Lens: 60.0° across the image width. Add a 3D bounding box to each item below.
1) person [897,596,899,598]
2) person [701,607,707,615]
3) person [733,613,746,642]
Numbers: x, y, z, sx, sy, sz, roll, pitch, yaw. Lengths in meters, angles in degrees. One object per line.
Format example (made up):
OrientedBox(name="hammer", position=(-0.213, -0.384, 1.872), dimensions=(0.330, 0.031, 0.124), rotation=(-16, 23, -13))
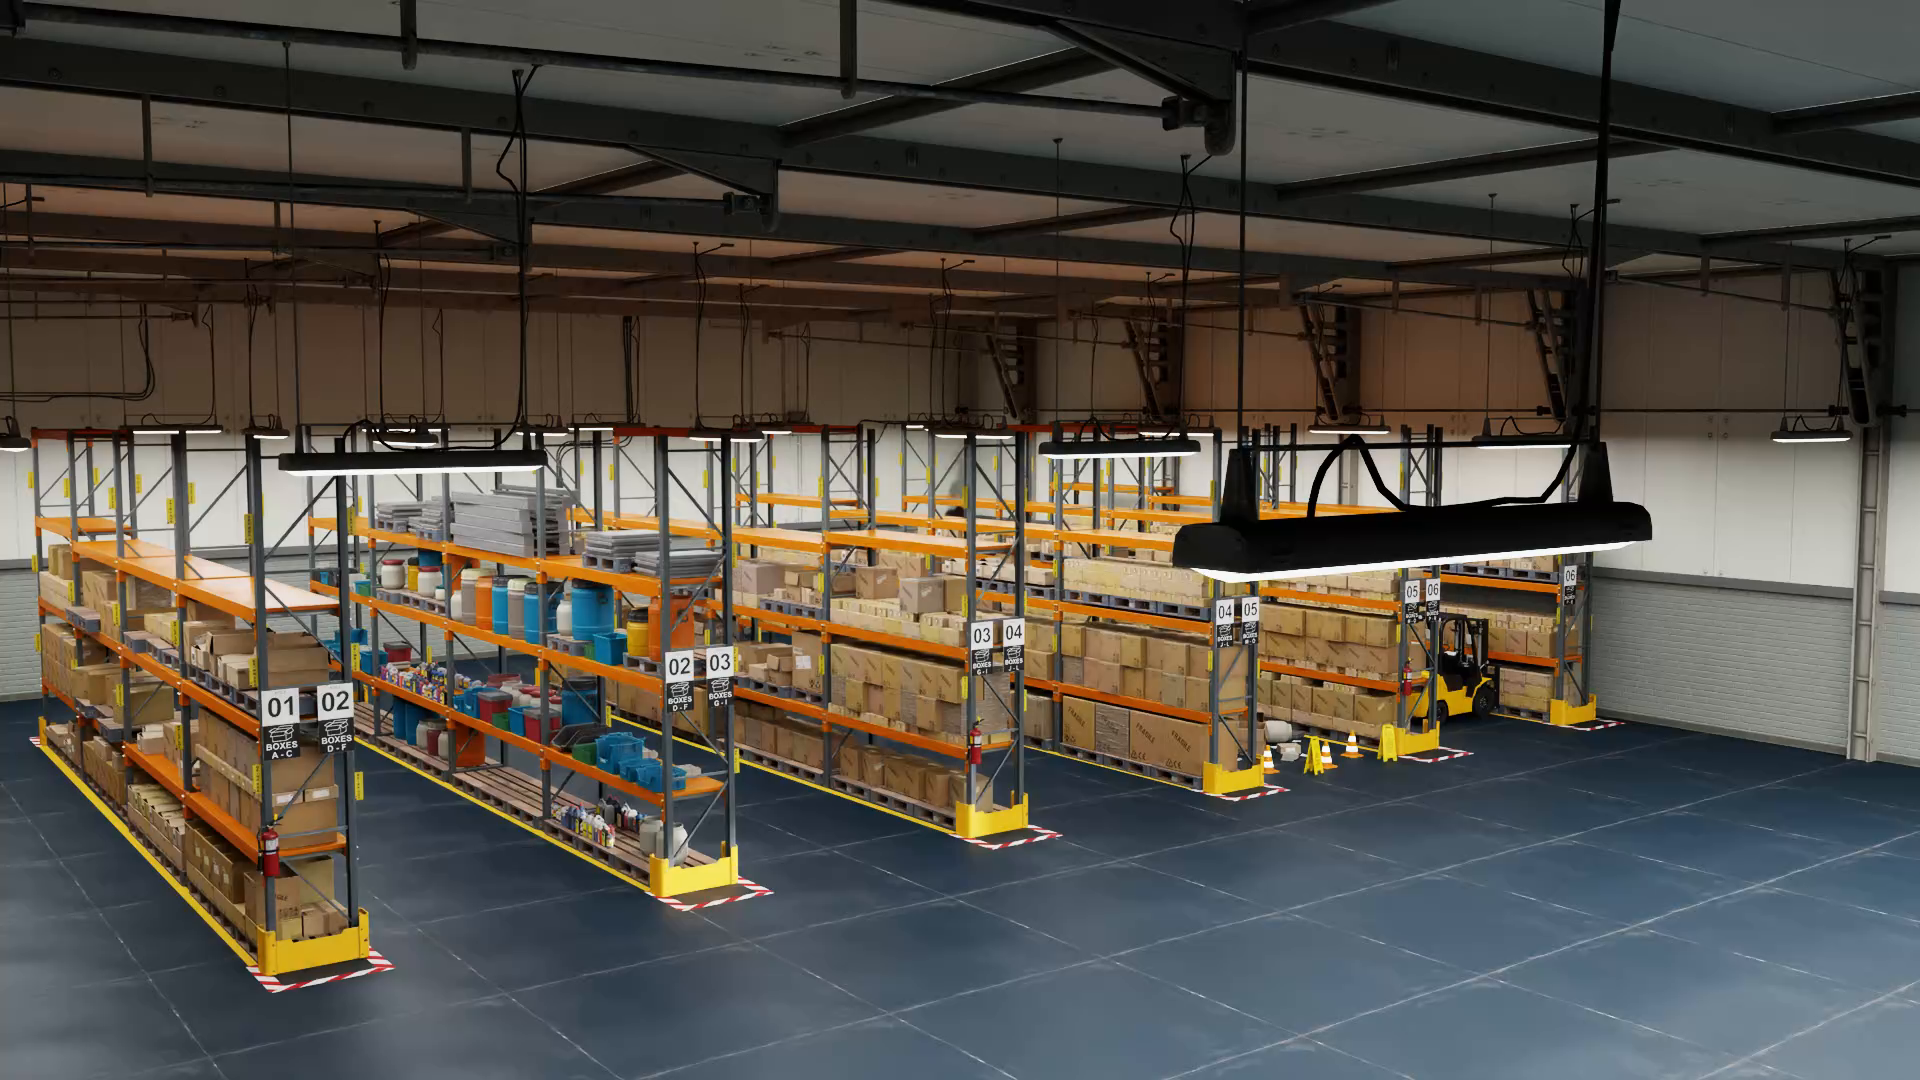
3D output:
OrientedBox(name="person", position=(-1.816, 2.037, 44.590), dimensions=(0.506, 1.585, 0.662), rotation=(4, 6, 38))
OrientedBox(name="person", position=(-6.243, 2.381, 40.531), dimensions=(0.603, 1.554, 0.623), rotation=(1, 5, 7))
OrientedBox(name="person", position=(-5.669, 2.171, 42.150), dimensions=(0.626, 1.784, 0.762), rotation=(2, 5, 29))
